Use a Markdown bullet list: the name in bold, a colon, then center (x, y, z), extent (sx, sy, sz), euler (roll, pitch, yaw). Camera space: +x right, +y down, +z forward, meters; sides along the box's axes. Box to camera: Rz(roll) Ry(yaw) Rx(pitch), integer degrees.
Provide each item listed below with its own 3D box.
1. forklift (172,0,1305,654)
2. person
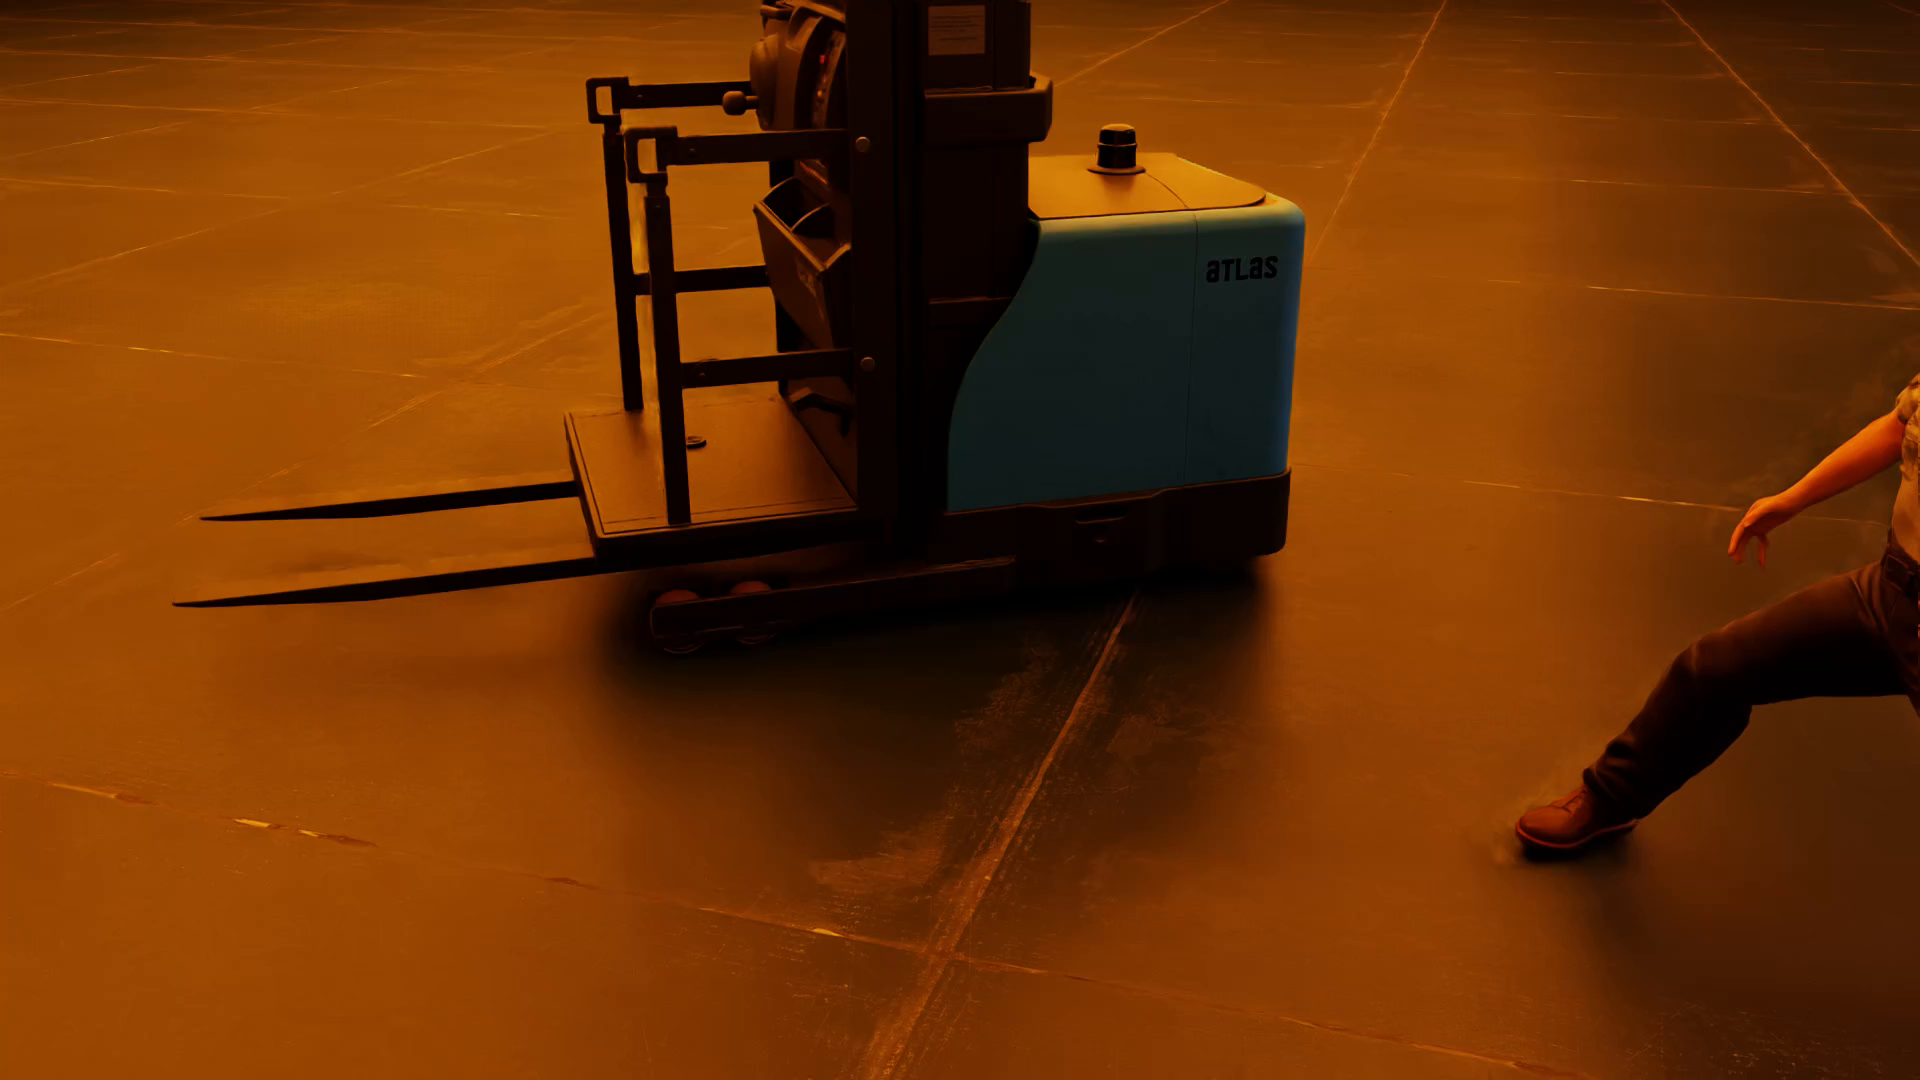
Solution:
- **forklift**: center (-0.616, -1.279, 4.377), extent (3.031, 2.935, 1.130), euler (-7, 23, -16)
- **person**: center (1.661, 0.159, 2.856), extent (0.946, 1.485, 1.141), euler (-1, 22, -1)
